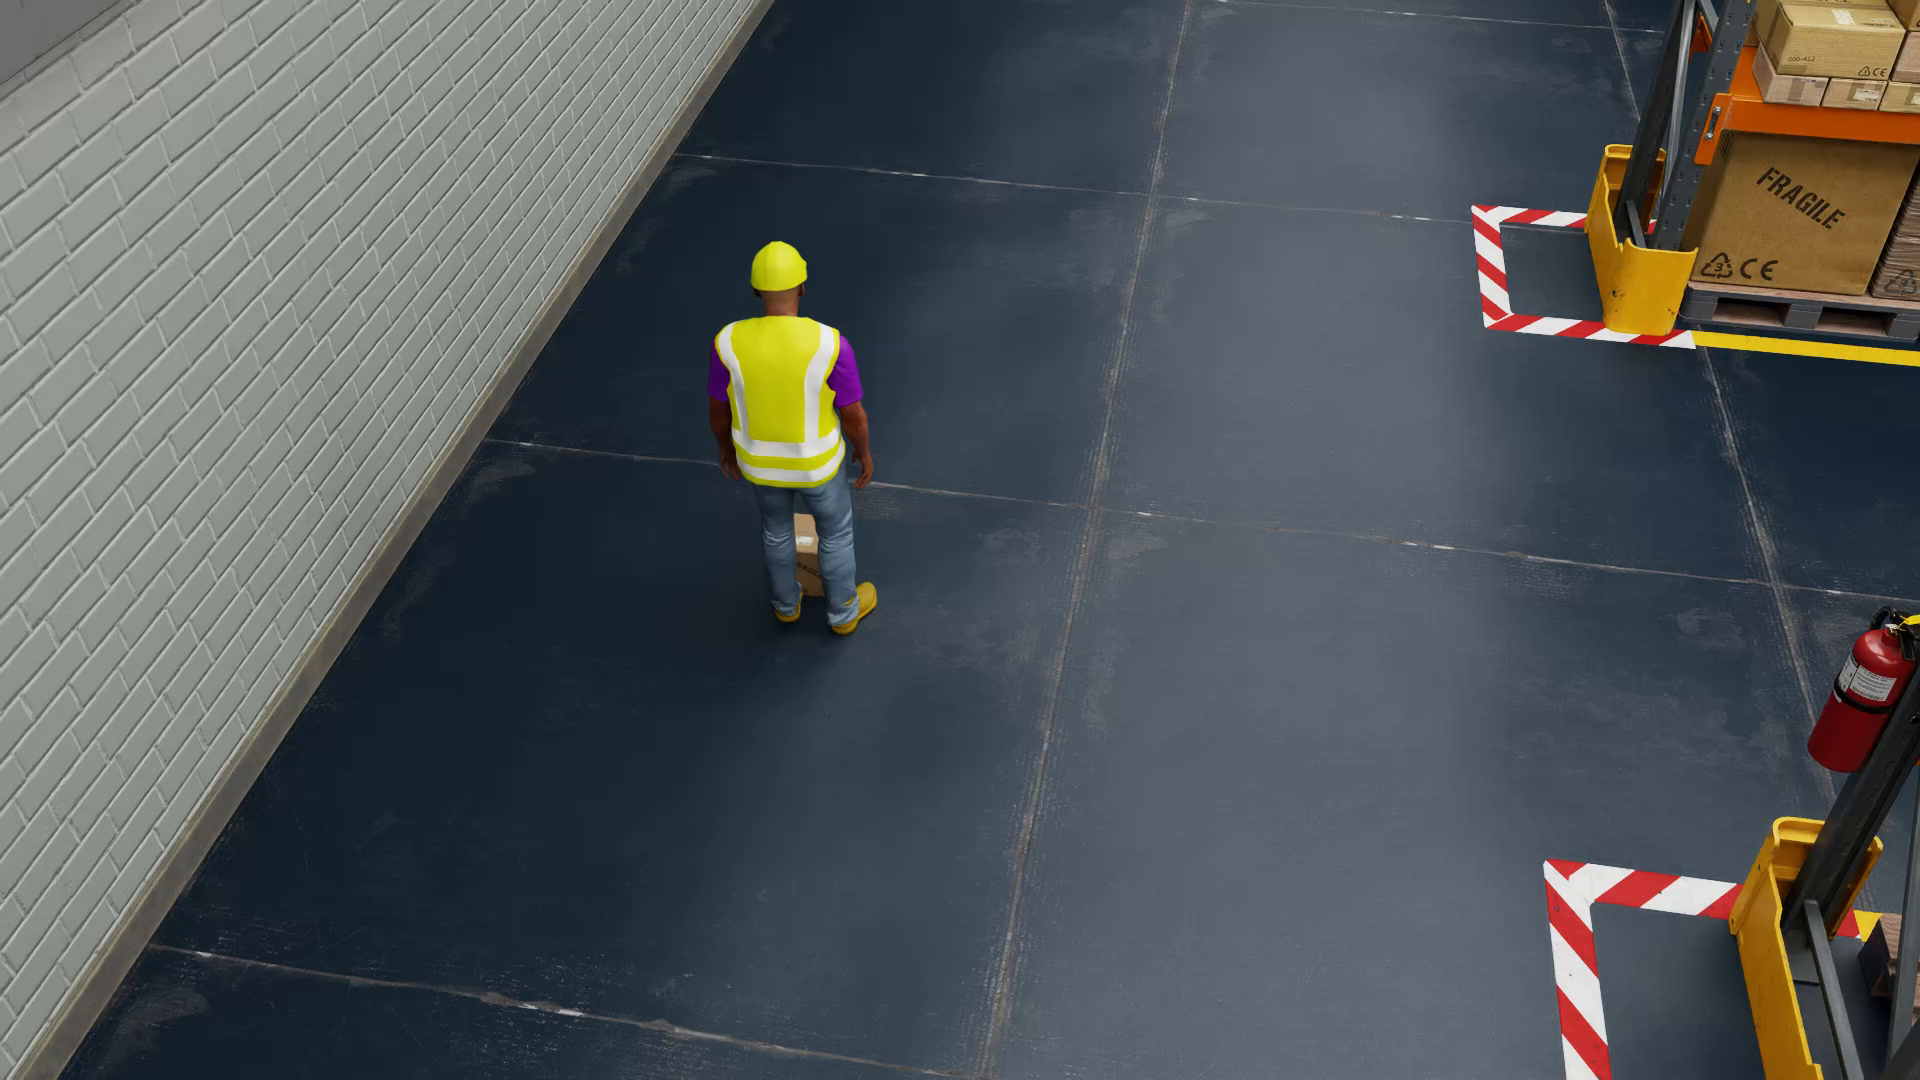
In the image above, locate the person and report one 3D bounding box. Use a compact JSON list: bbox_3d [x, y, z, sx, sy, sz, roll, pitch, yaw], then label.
[{"bbox_3d":[-0.655,-0.357,6.565,0.624,1.759,0.463,5,41,6],"label":"person"}]
